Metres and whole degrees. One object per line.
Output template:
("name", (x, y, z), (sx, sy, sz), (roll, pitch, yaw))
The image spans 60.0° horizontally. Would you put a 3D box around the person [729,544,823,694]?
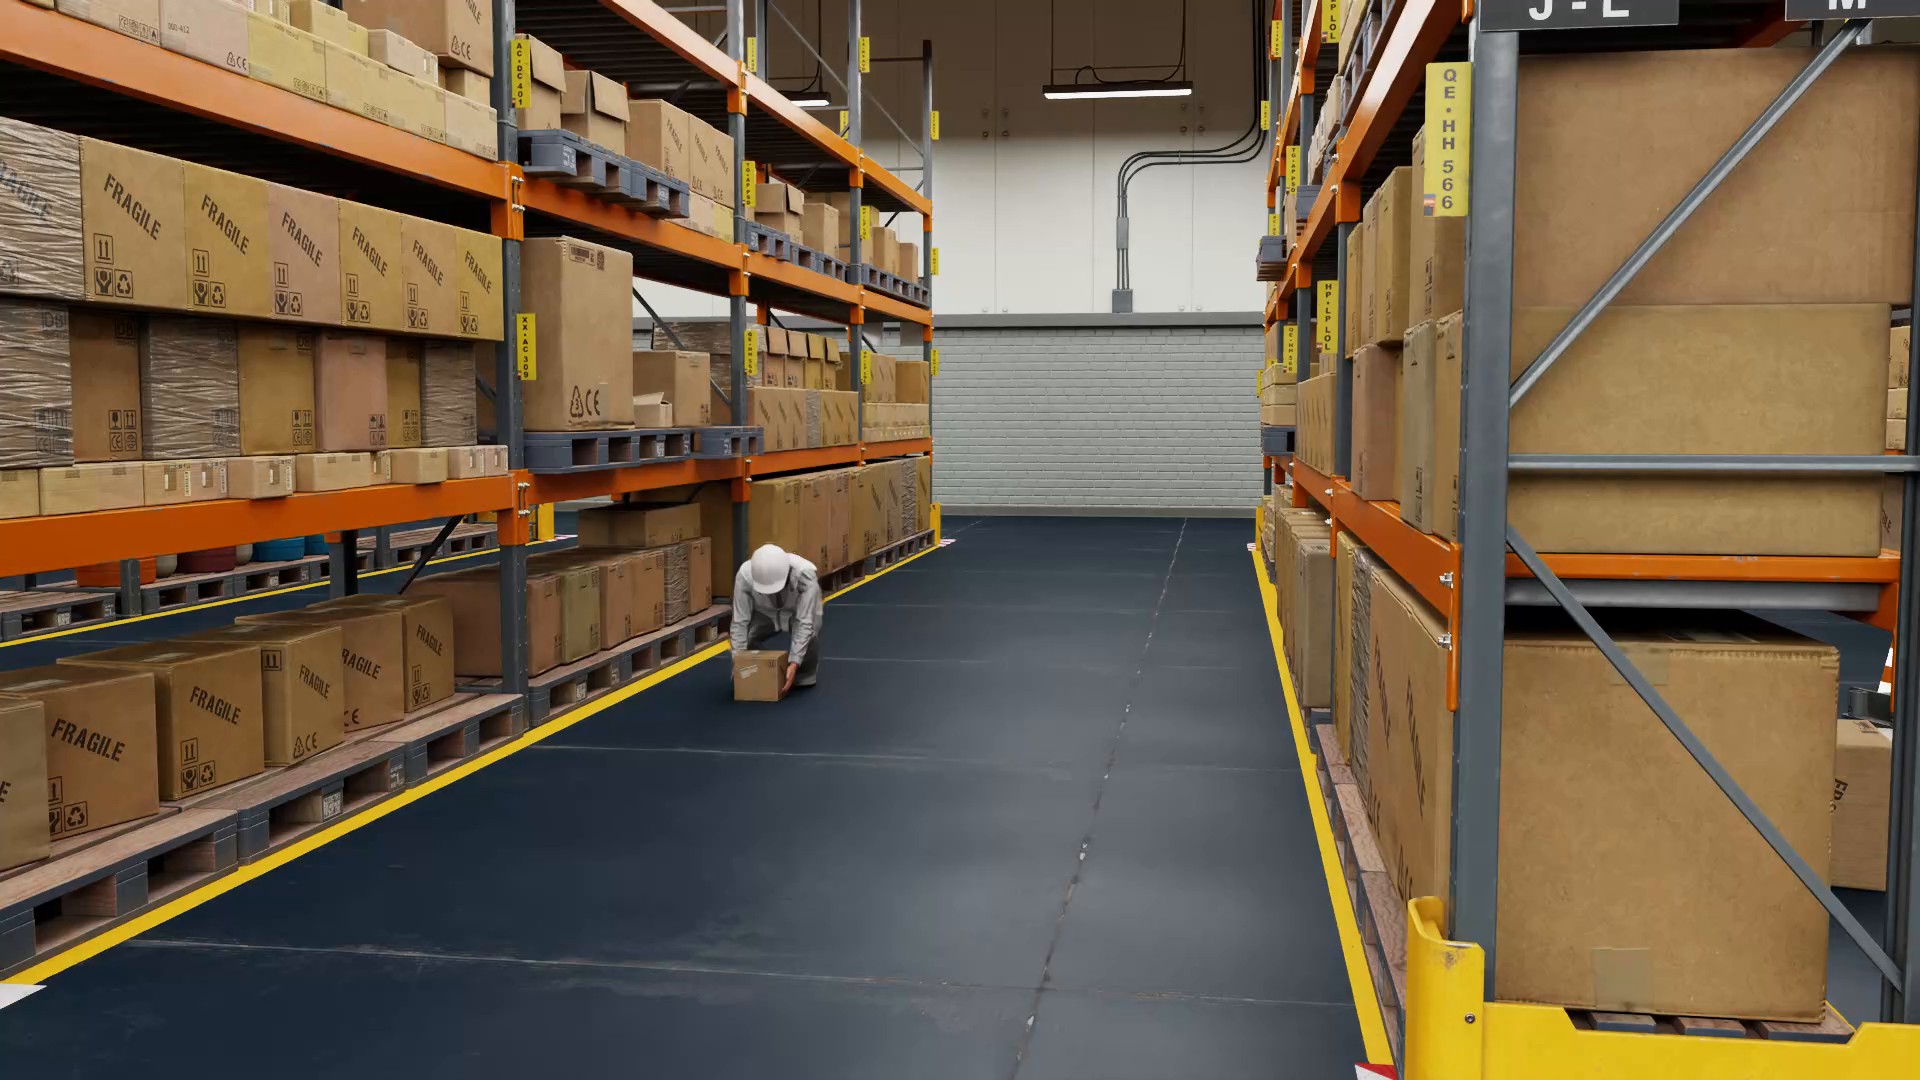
("person", (-1.066, 0.434, 9.701), (0.531, 0.879, 0.919), (1, 4, 9))
